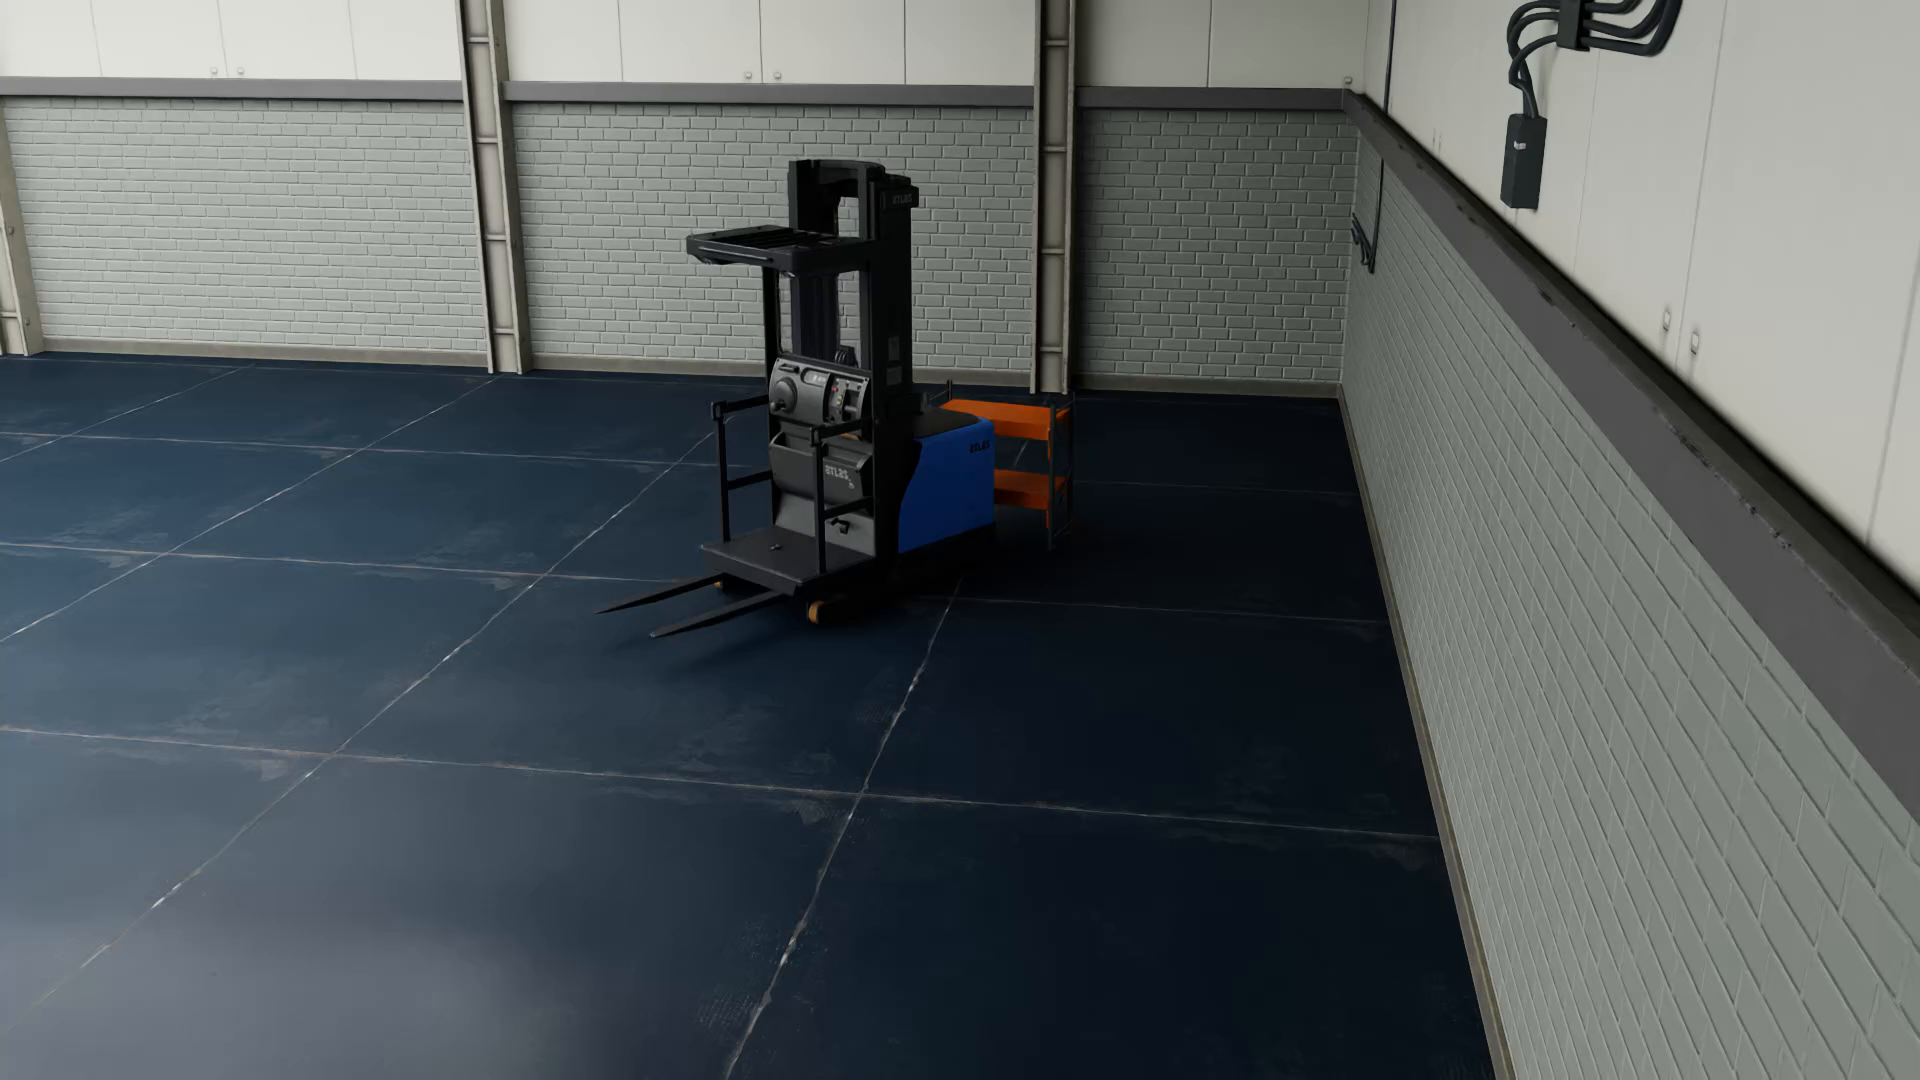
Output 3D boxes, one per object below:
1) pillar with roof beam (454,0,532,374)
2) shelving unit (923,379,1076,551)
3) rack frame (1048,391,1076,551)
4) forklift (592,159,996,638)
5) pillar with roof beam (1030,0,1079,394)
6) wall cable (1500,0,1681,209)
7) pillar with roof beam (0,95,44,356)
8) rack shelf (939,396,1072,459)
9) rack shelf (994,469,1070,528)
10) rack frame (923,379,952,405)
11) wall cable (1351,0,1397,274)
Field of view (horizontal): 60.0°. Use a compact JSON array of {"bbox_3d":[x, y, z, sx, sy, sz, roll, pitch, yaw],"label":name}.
[{"bbox_3d":[-5.655,-4.796,12.956,0.400,9.000,9.100,3,19,9],"label":"pillar with roof beam"},{"bbox_3d":[0.302,-0.589,12.791,1.048,1.125,0.538,7,20,21],"label":"shelving unit"},{"bbox_3d":[0.772,-0.528,12.608,0.032,1.125,0.500,7,20,21],"label":"rack frame"},{"bbox_3d":[-1.105,-1.002,11.179,1.130,2.935,3.031,16,25,40],"label":"forklift"},{"bbox_3d":[0.269,-4.494,12.053,0.400,9.000,9.100,3,19,9],"label":"pillar with roof beam"},{"bbox_3d":[2.129,-3.920,4.977,0.169,6.003,2.305,3,19,9],"label":"wall cable"},{"bbox_3d":[-11.579,-5.098,13.858,0.400,9.000,9.100,3,19,9],"label":"pillar with roof beam"},{"bbox_3d":[0.302,-0.867,12.698,1.000,0.278,0.538,7,20,21],"label":"rack shelf"},{"bbox_3d":[0.302,-0.357,12.868,1.000,0.278,0.538,7,20,21],"label":"rack shelf"},{"bbox_3d":[-0.169,-0.650,12.973,0.032,1.125,0.500,7,20,21],"label":"rack frame"},{"bbox_3d":[3.651,-3.808,14.896,0.112,2.526,3.097,3,19,9],"label":"wall cable"}]
